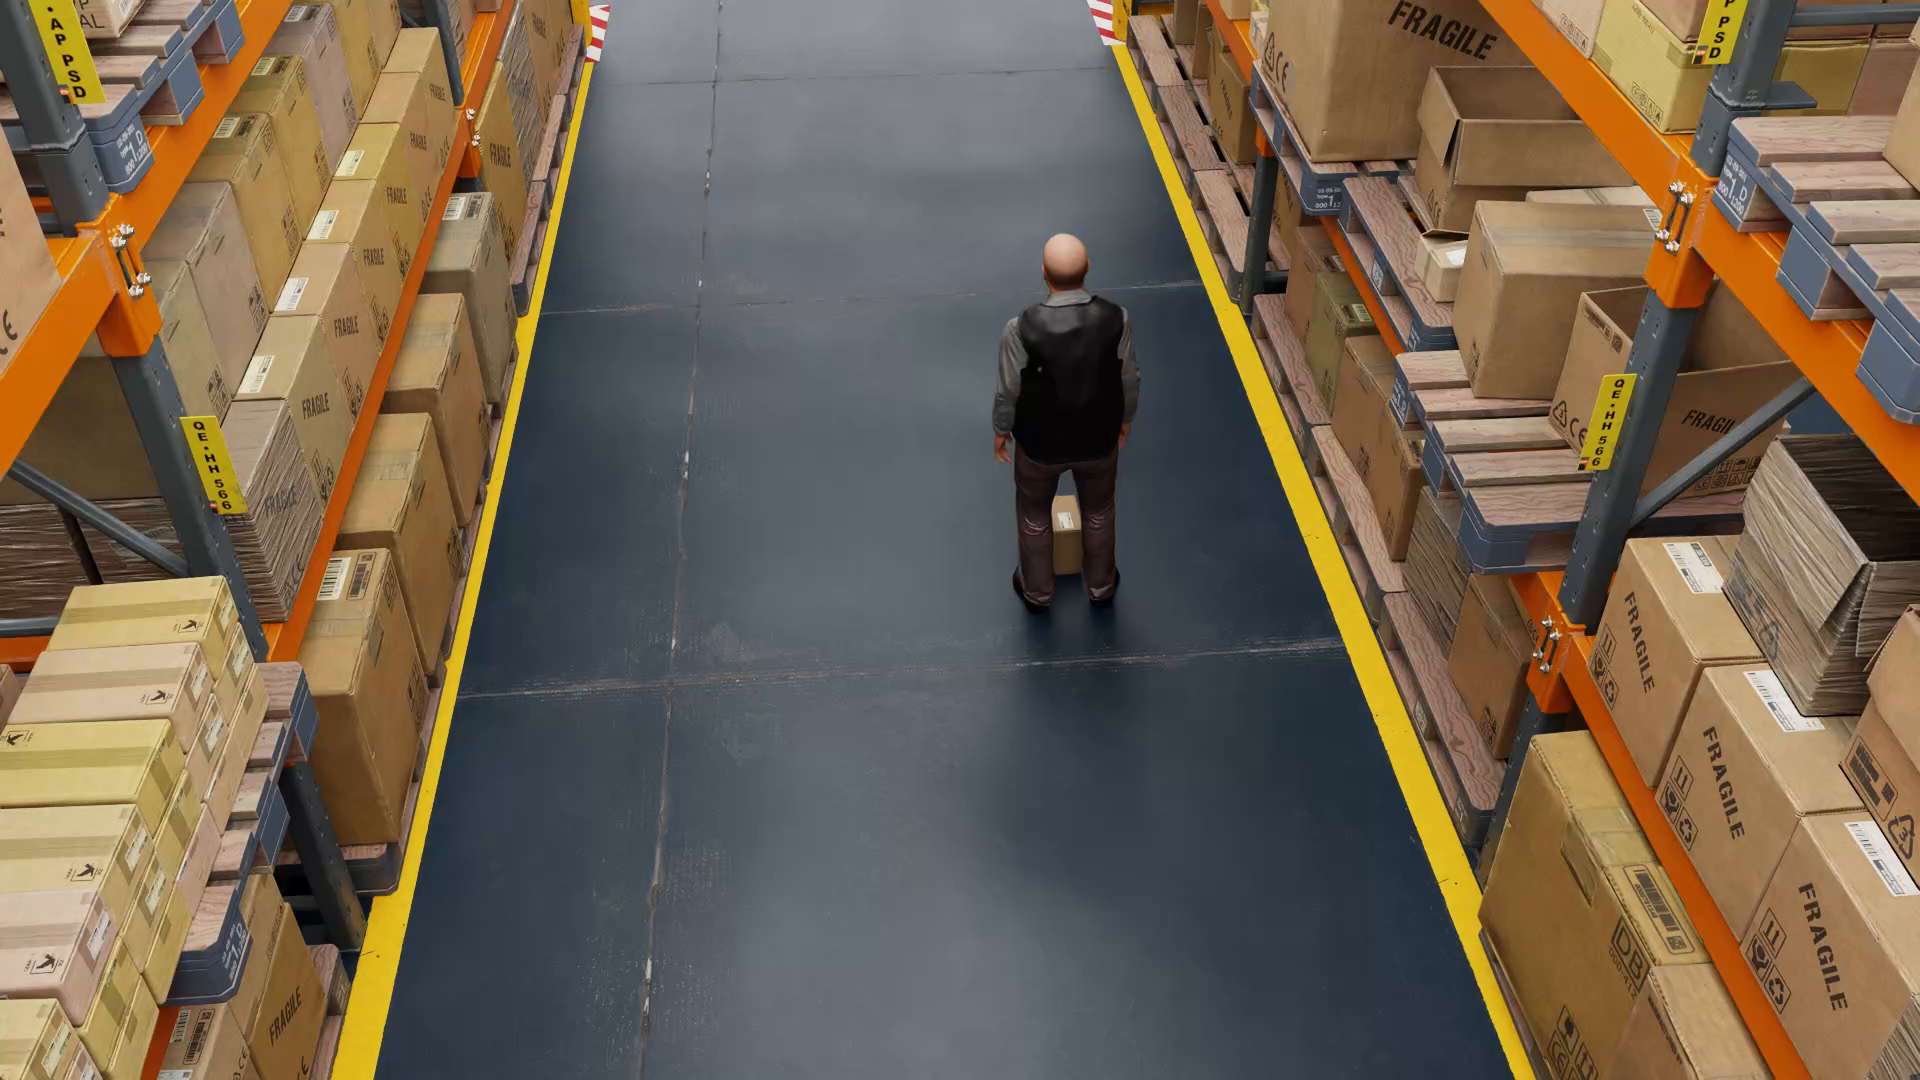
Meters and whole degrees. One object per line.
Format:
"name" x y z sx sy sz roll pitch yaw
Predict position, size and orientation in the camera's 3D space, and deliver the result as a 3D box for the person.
"person" 0.425 -0.415 6.687 0.594 1.722 0.414 -5 39 -6
